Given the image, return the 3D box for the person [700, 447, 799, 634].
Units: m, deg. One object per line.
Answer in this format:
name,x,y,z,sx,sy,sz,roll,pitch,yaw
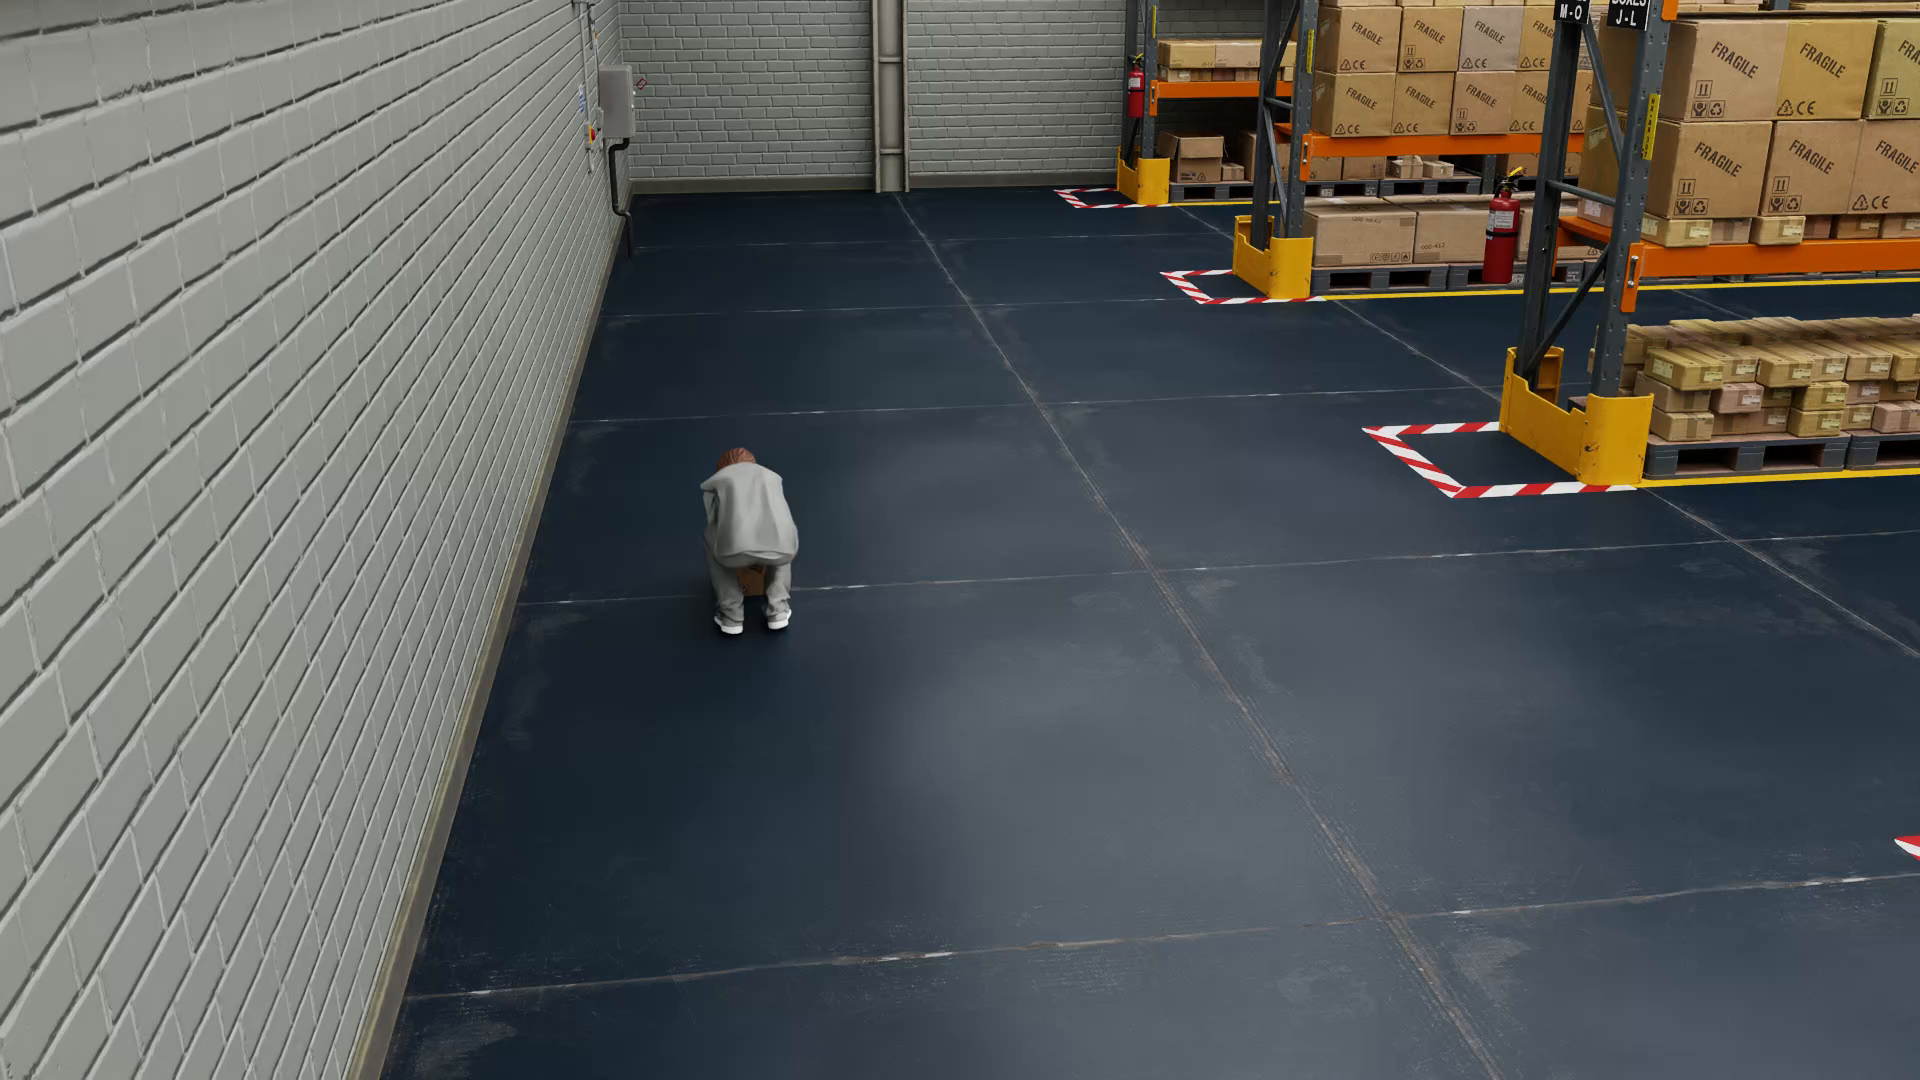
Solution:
person,-0.932,0.019,7.384,0.418,0.703,0.859,-3,21,-9
